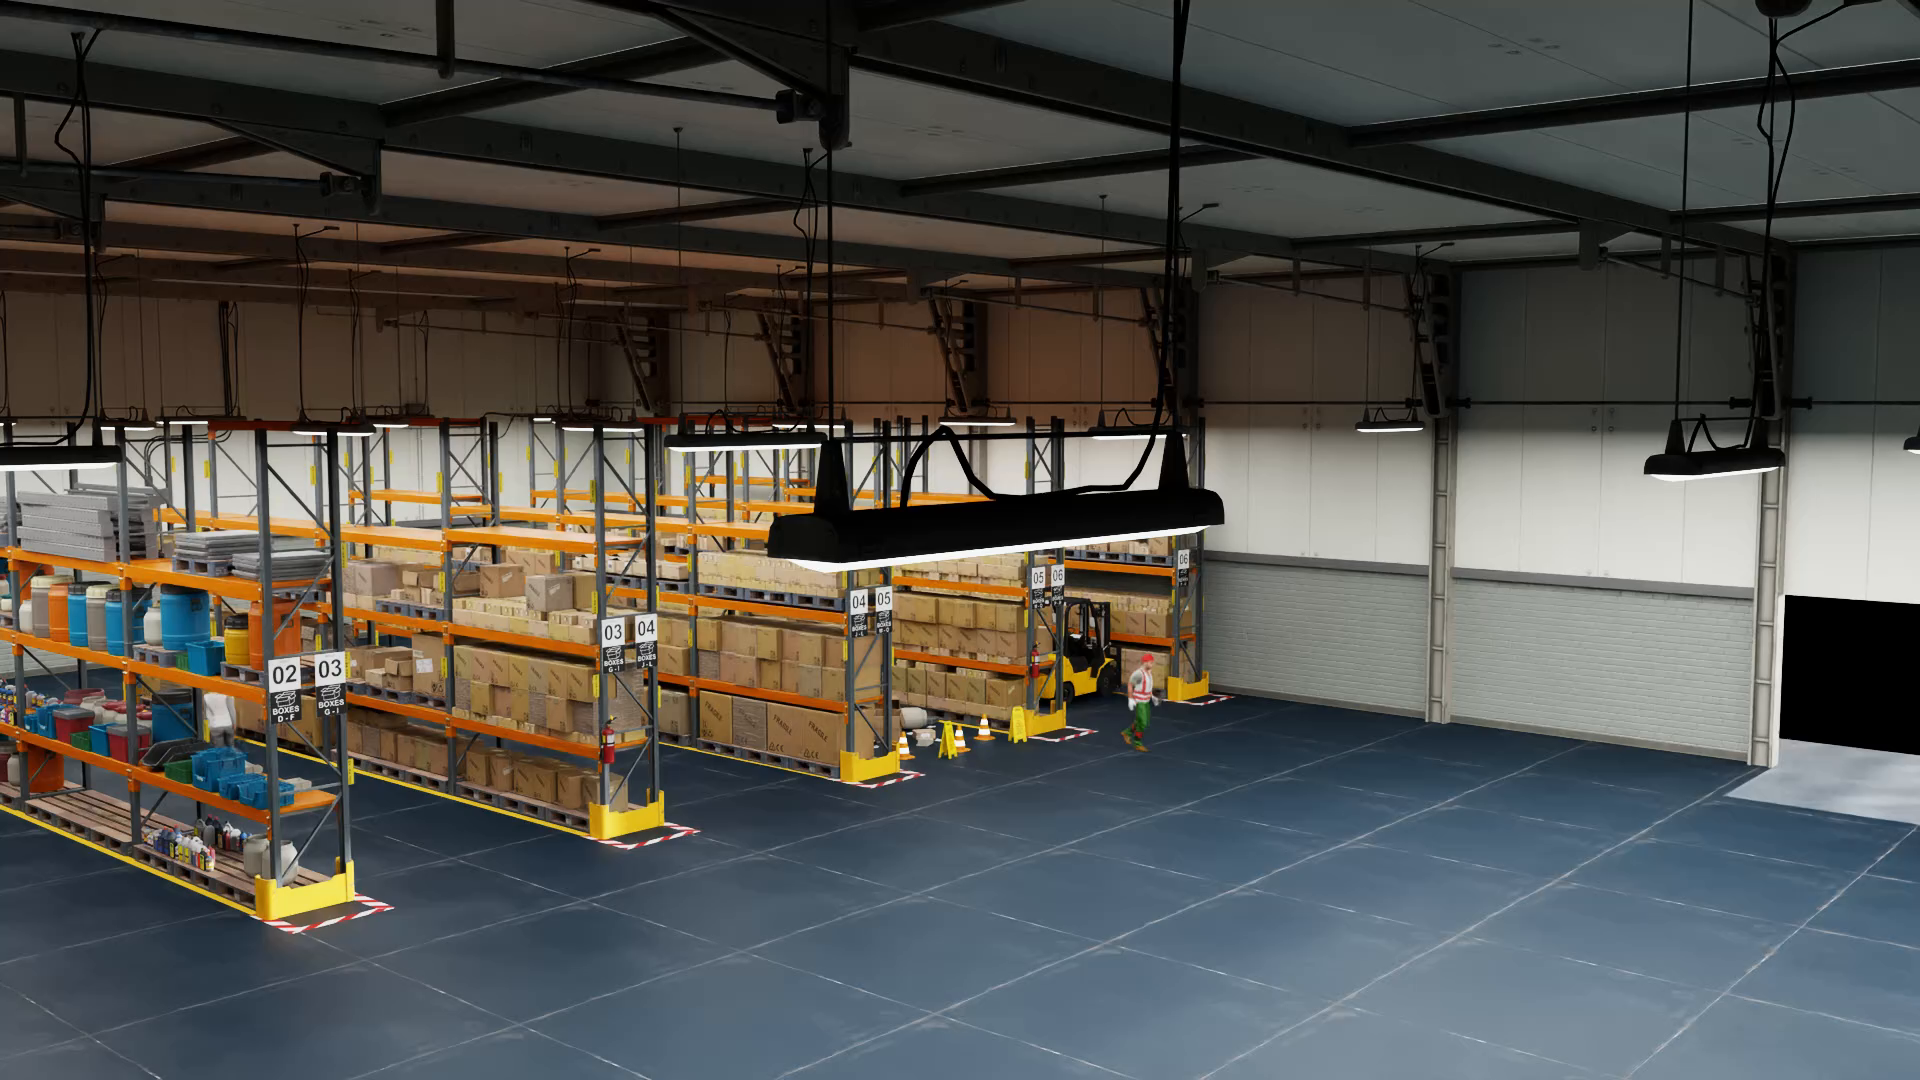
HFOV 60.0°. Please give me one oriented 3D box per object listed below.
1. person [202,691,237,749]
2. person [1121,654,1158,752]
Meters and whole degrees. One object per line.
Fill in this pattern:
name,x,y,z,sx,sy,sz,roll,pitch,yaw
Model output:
person,-12.372,3.124,27.808,0.543,1.751,0.543,-4,6,-37
person,3.211,2.942,30.305,0.683,1.768,0.618,3,5,30
